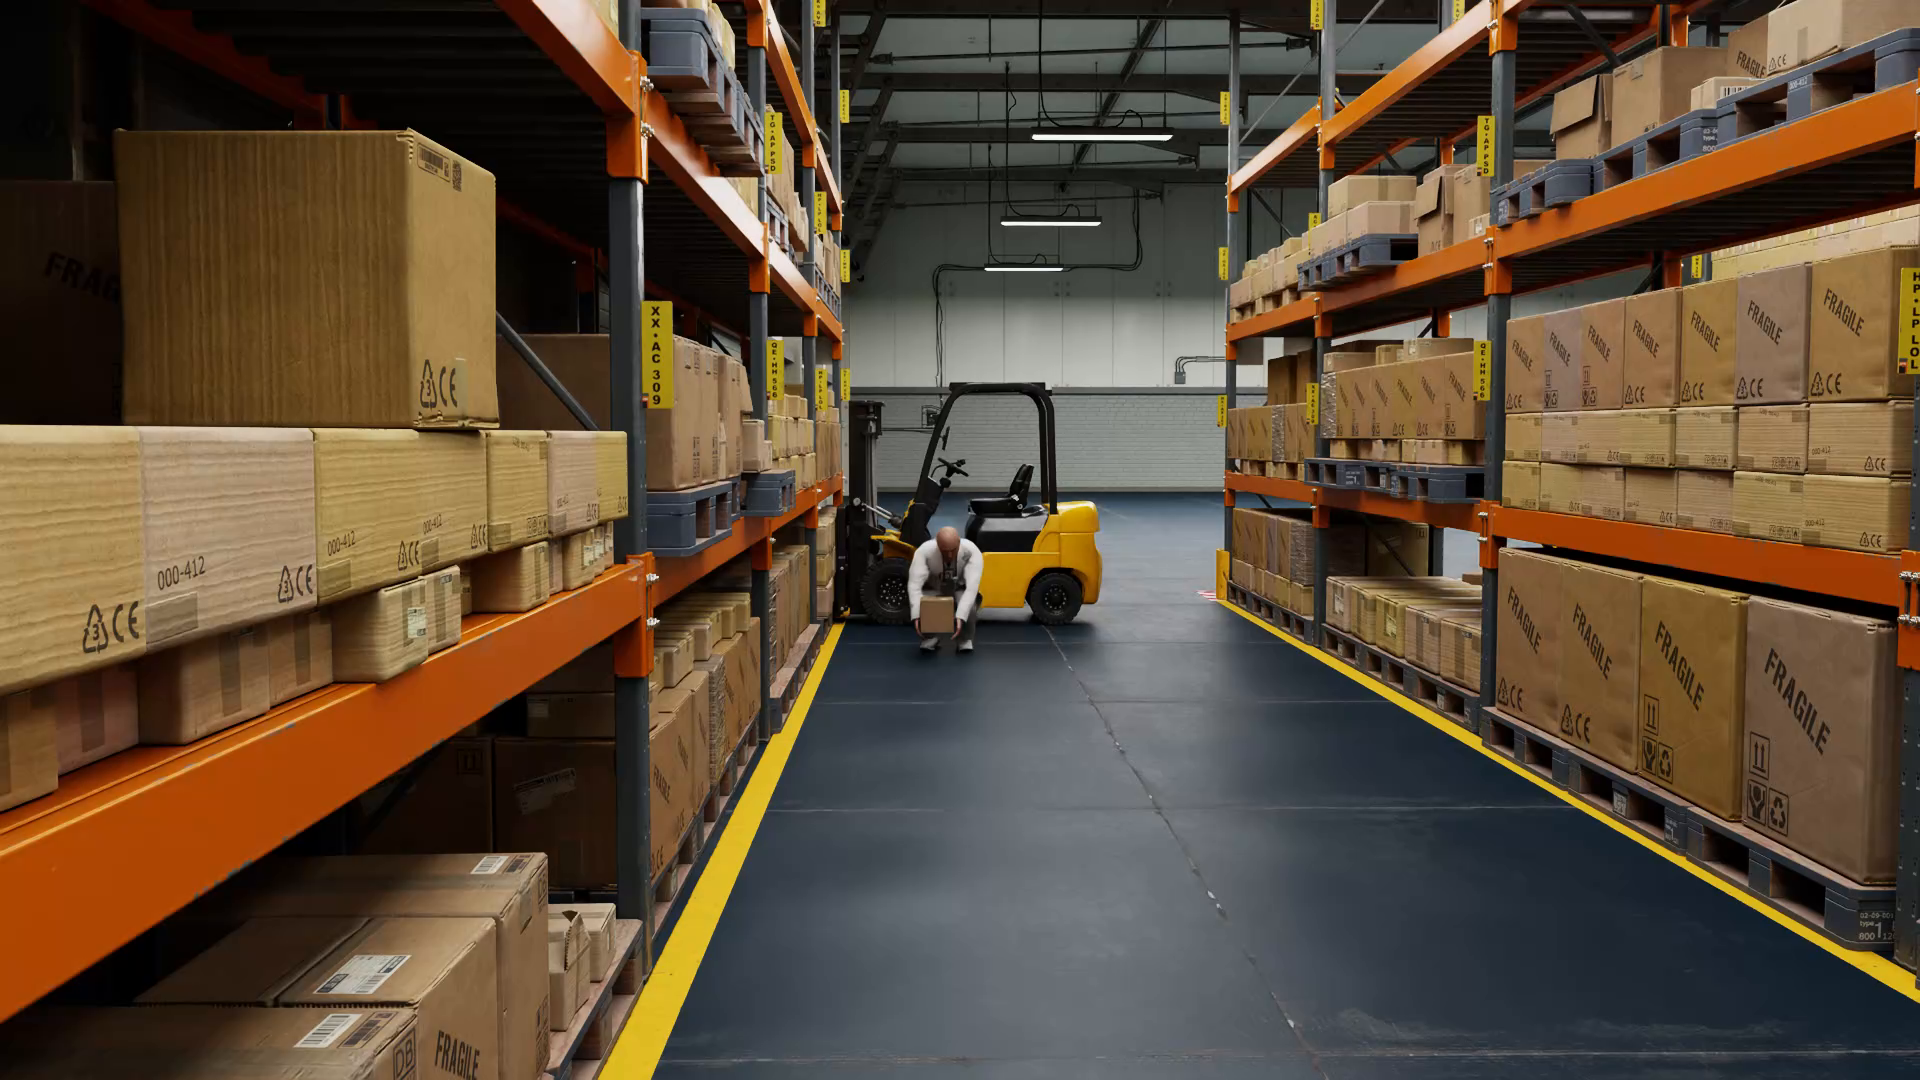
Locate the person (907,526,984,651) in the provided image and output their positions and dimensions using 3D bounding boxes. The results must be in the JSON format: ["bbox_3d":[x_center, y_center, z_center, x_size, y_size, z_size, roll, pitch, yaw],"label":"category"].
[{"bbox_3d":[-0.108,0.385,12.954,0.606,0.981,0.919,1,4,9],"label":"person"}]
